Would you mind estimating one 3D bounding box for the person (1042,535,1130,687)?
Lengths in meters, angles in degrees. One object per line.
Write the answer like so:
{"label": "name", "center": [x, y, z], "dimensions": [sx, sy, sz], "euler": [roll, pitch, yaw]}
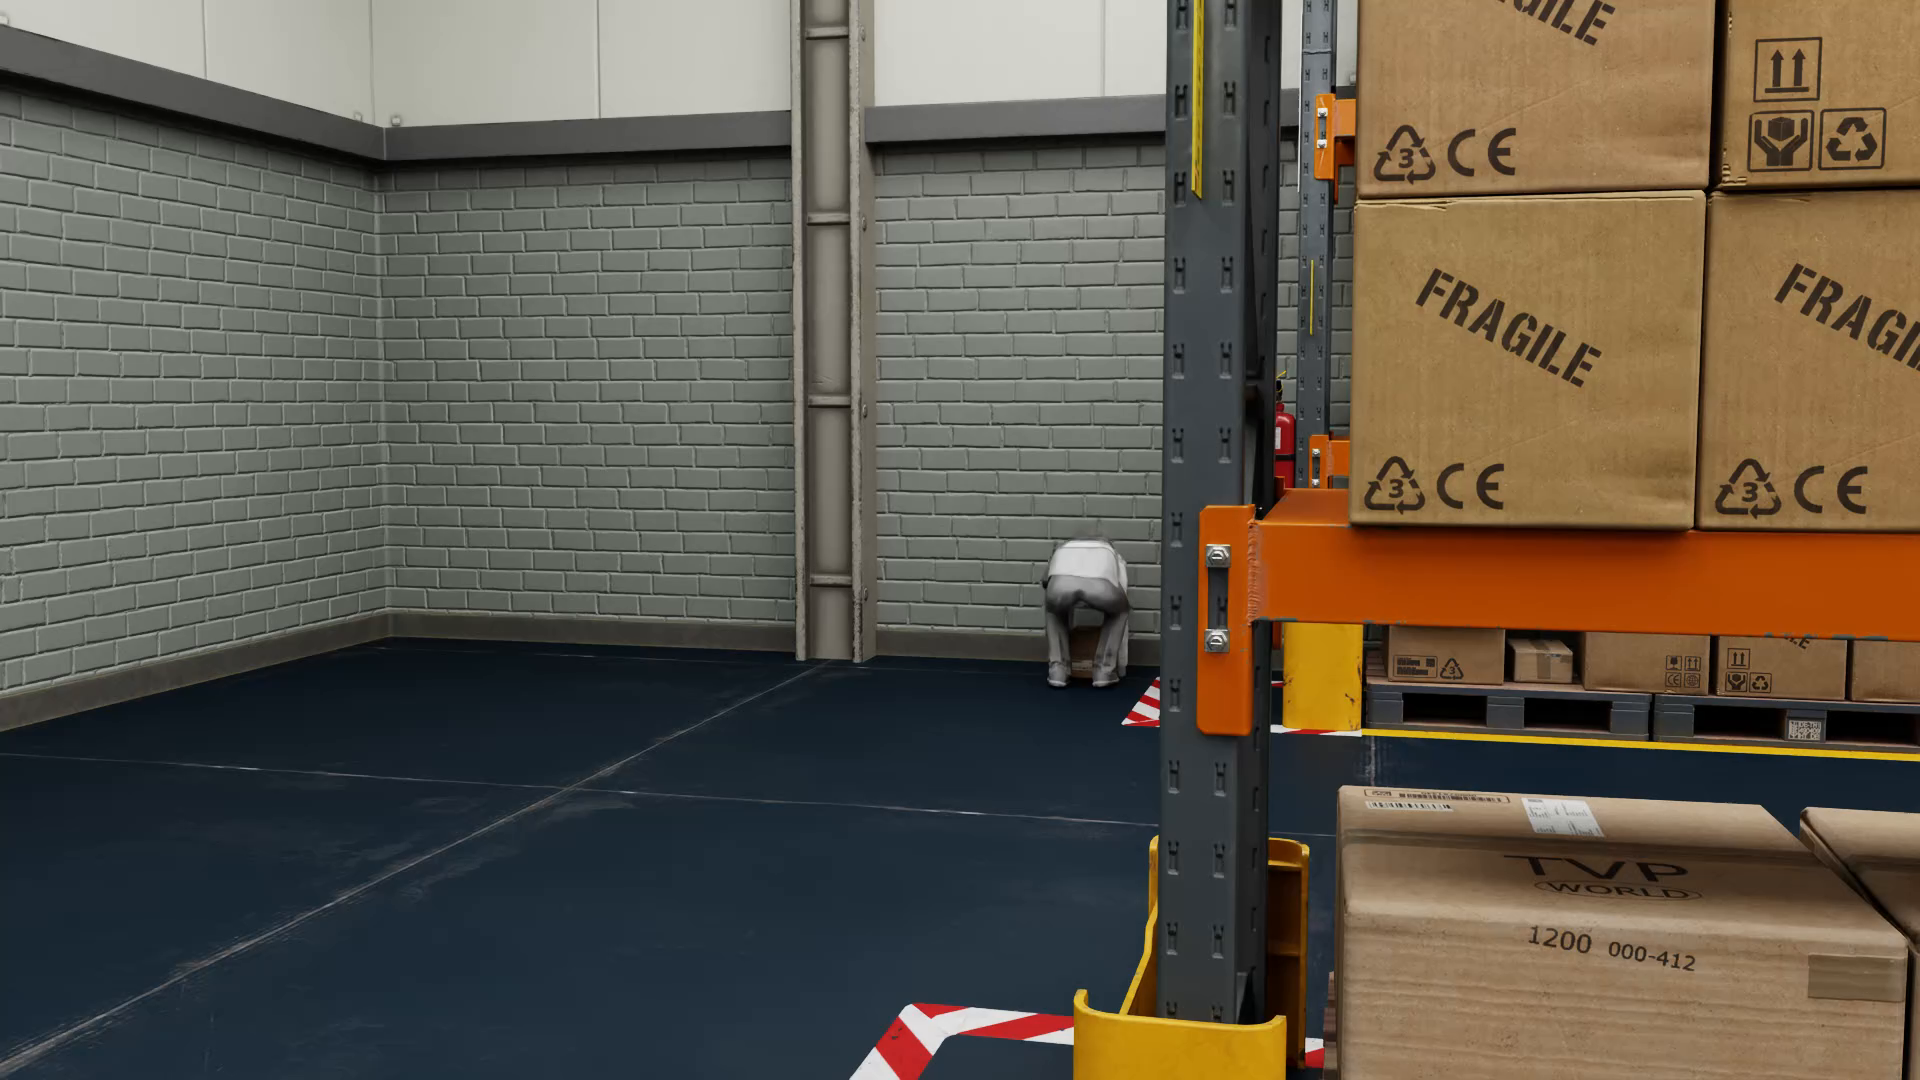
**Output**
{"label": "person", "center": [0.666, 0.376, 8.761], "dimensions": [0.455, 0.778, 0.913], "euler": [1, 5, 12]}
